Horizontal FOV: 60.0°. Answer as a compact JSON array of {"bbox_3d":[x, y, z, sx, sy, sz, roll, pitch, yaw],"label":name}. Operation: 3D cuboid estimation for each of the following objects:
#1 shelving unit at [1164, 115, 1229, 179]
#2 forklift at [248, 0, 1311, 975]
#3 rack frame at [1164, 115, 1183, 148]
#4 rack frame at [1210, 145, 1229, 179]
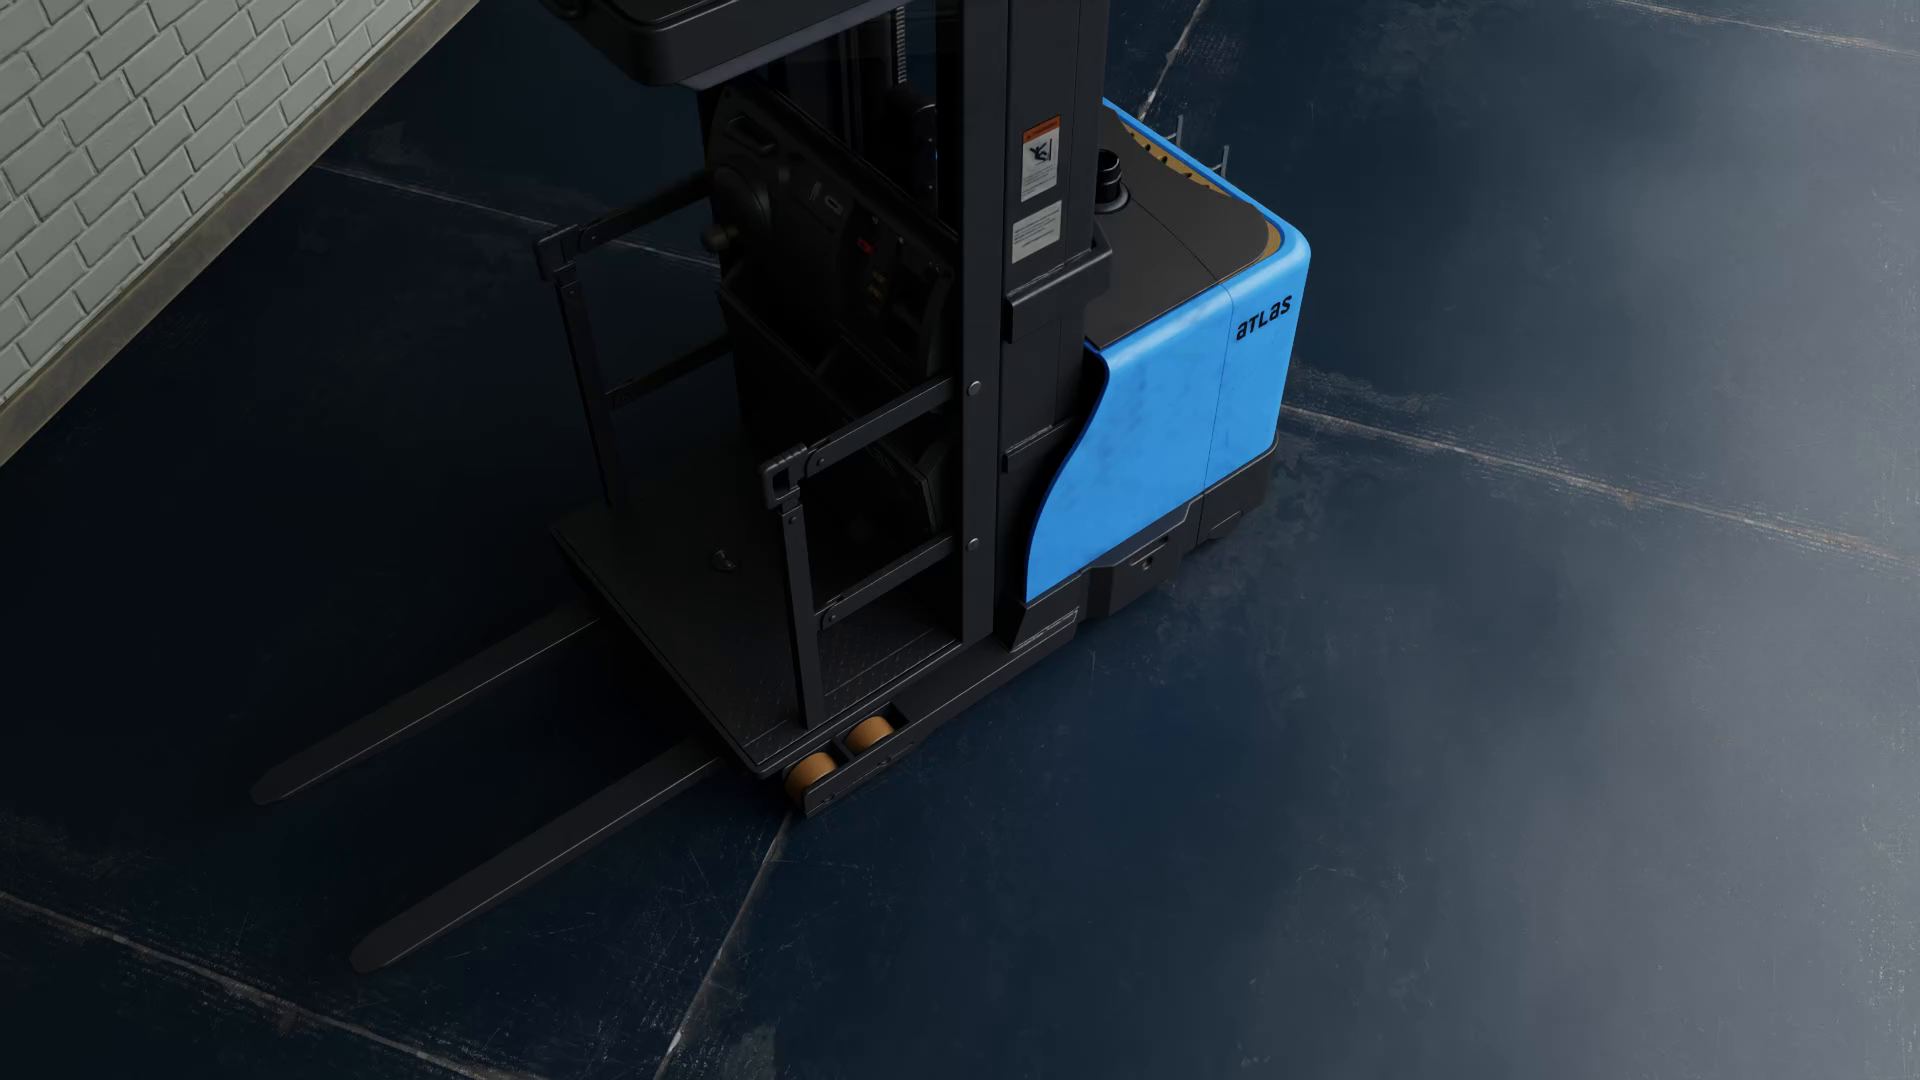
[{"bbox_3d":[0.668,-0.922,5.454,0.258,0.900,0.210,-31,56,-24],"label":"shelving unit"},{"bbox_3d":[-0.487,-0.667,3.888,3.031,2.935,1.130,-31,56,-24],"label":"forklift"},{"bbox_3d":[0.605,-0.982,5.506,0.240,0.900,0.006,-31,56,-24],"label":"rack frame"},{"bbox_3d":[0.731,-0.862,5.402,0.240,0.900,0.006,-31,56,-24],"label":"rack frame"}]
